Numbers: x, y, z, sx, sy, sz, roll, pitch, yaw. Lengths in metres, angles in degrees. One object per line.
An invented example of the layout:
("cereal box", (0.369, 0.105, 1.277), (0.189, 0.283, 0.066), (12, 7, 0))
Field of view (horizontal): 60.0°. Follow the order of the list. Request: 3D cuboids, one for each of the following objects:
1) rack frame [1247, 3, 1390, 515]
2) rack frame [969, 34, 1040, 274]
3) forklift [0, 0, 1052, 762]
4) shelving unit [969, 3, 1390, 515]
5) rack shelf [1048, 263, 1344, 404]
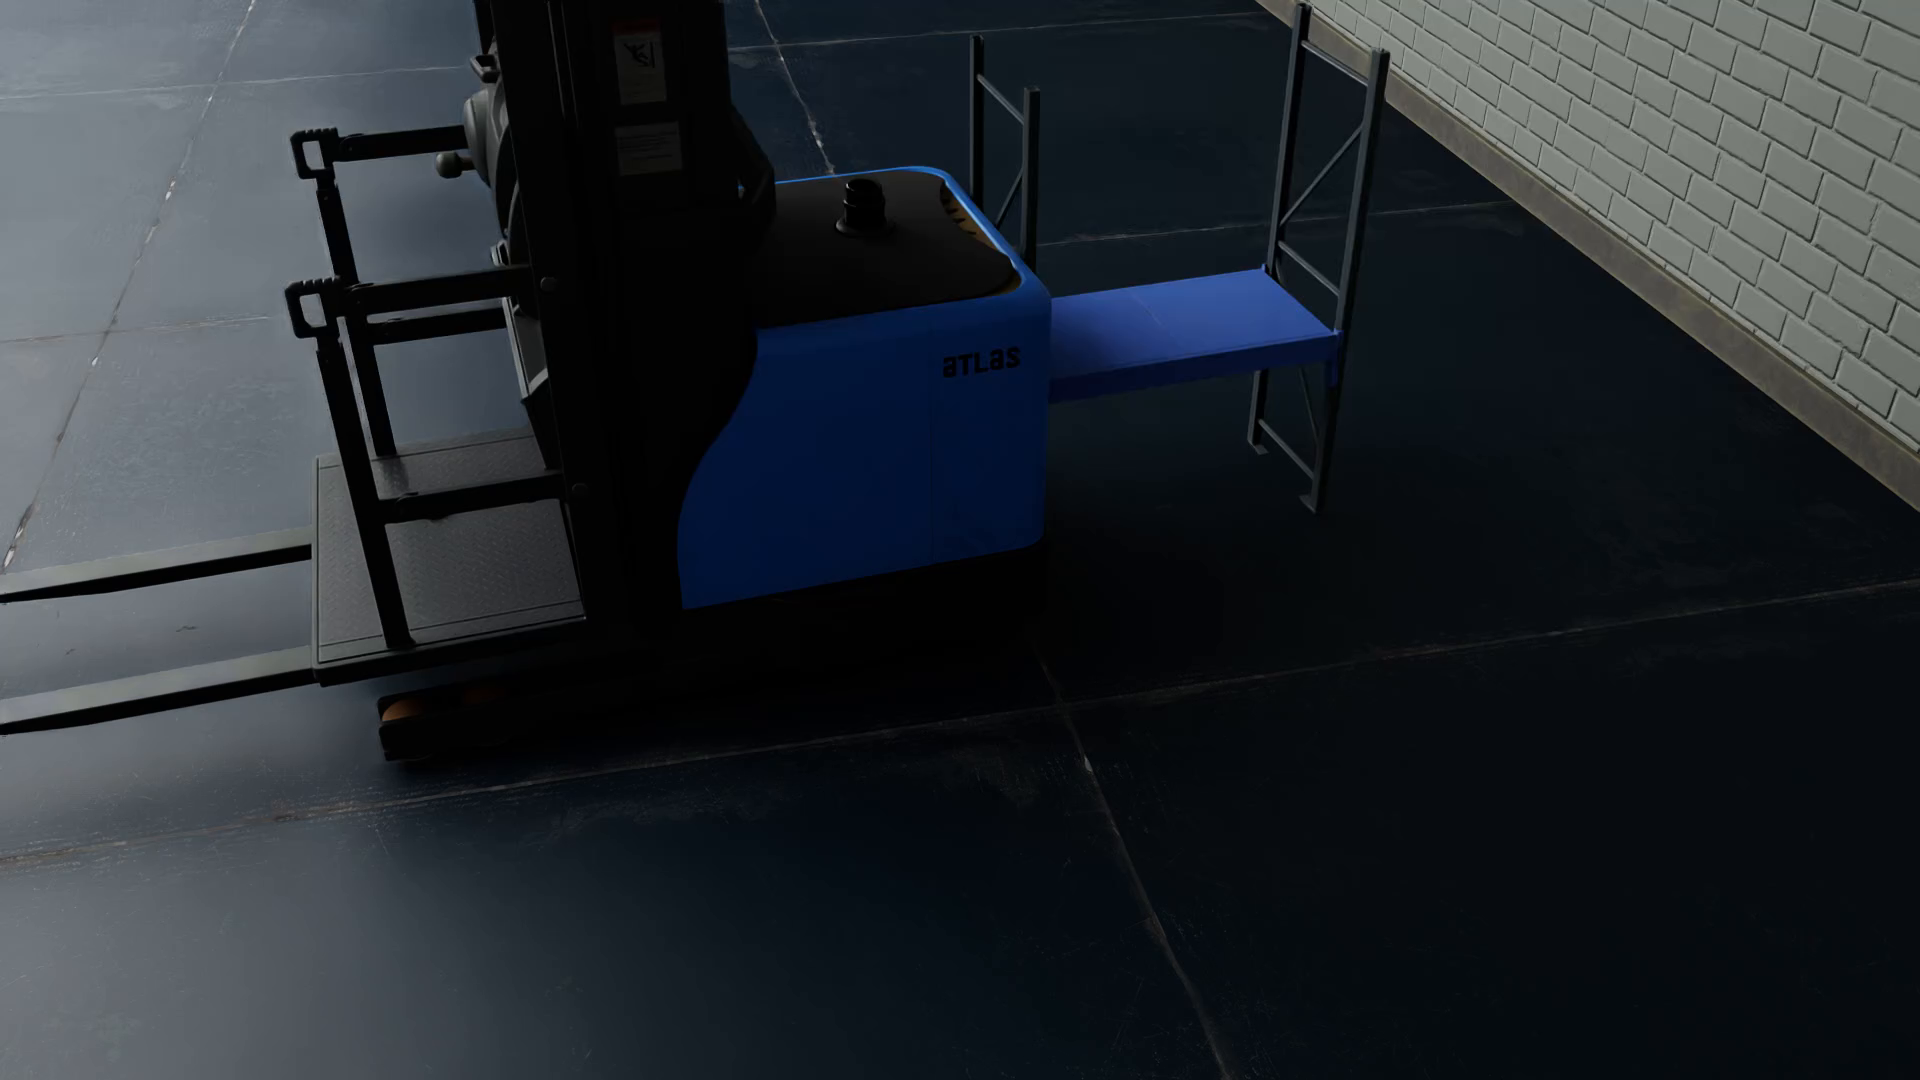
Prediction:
("rack frame", (1.085, -0.838, 5.153), (0.032, 1.500, 0.500), (-10, 35, -15))
("rack frame", (0.117, -0.664, 4.894), (0.032, 1.500, 0.500), (-10, 35, -15))
("forklift", (-1.322, -0.965, 4.058), (3.031, 2.935, 1.130), (-10, 35, -15))
("shelving unit", (0.601, -0.751, 5.023), (1.048, 1.500, 0.538), (-10, 35, -15))
("rack shelf", (0.601, -0.602, 5.124), (1.000, 0.185, 0.538), (-10, 35, -15))
